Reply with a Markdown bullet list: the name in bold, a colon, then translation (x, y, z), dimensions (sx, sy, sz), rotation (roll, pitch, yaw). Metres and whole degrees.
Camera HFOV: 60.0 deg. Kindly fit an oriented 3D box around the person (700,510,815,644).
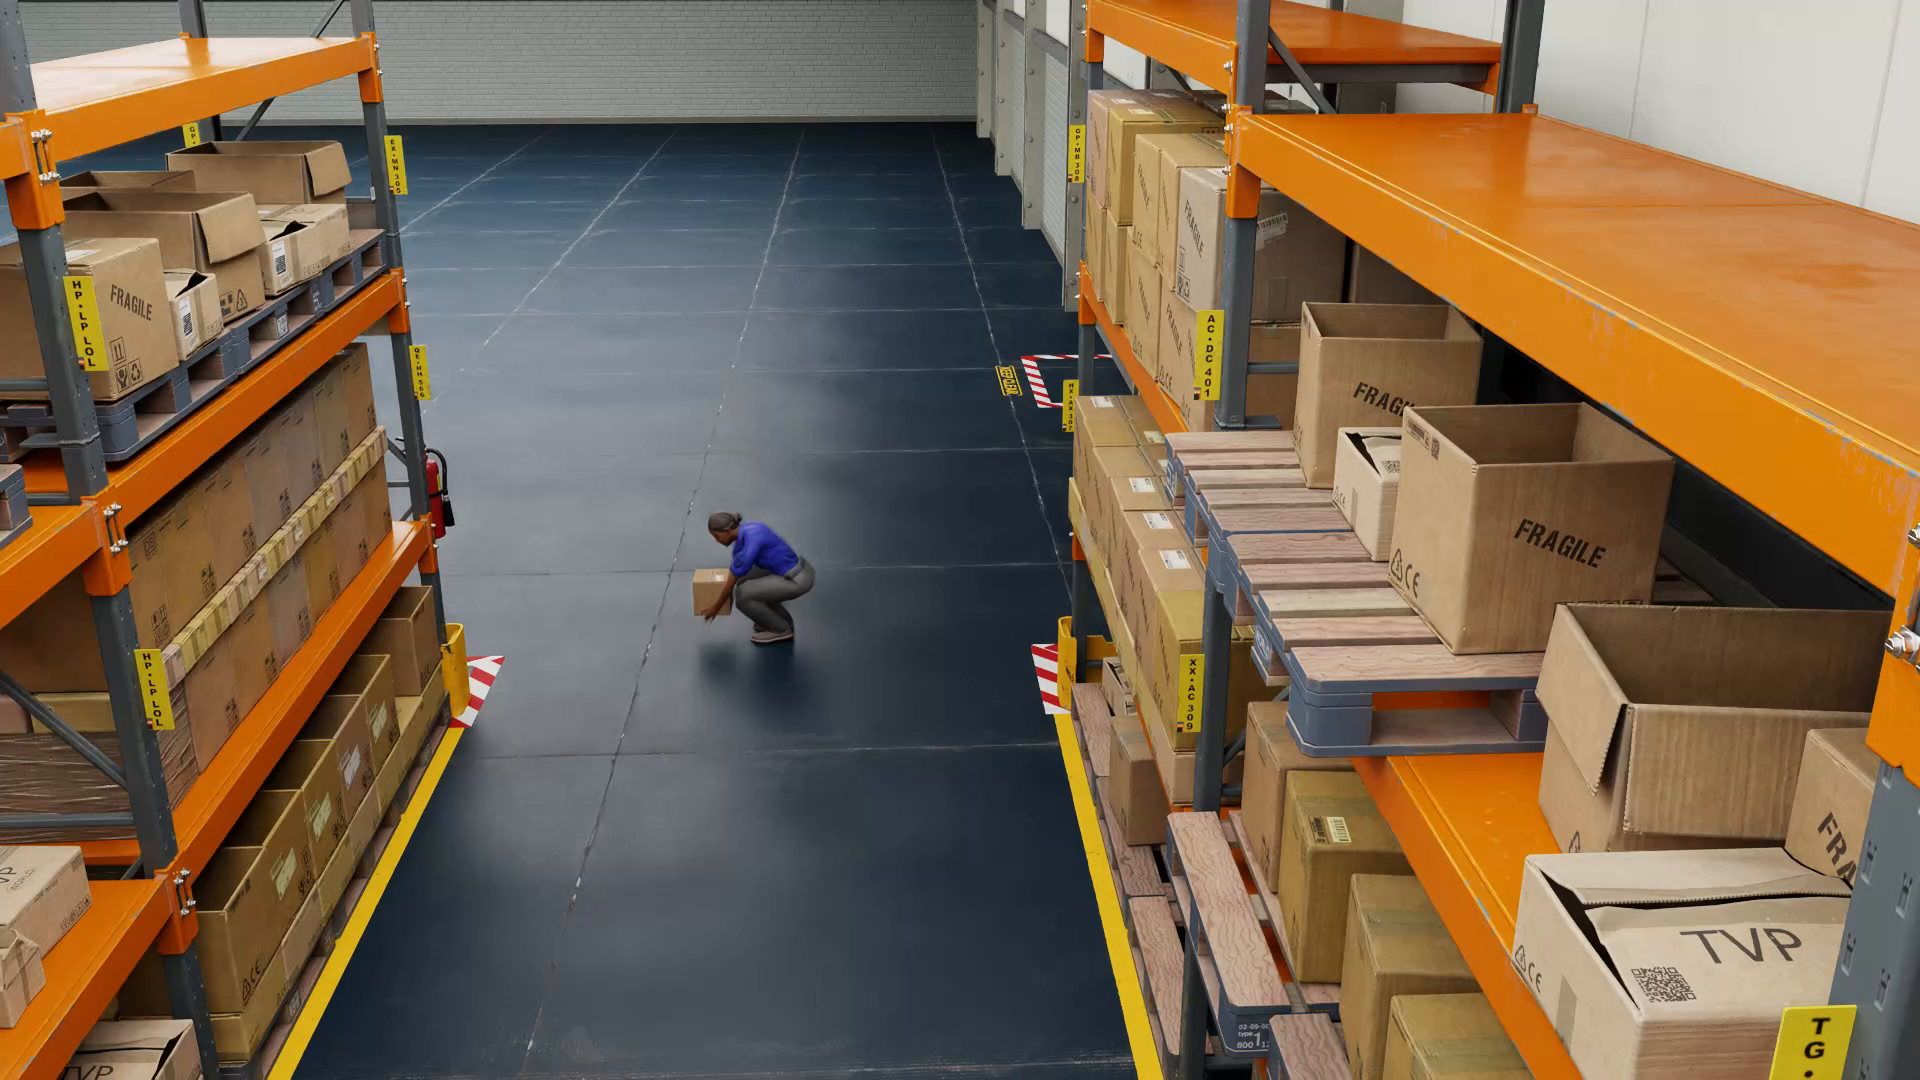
- **person**: translation (-1.403, 0.226, 11.505), dimensions (0.801, 0.957, 0.459), rotation (-2, 21, -4)
